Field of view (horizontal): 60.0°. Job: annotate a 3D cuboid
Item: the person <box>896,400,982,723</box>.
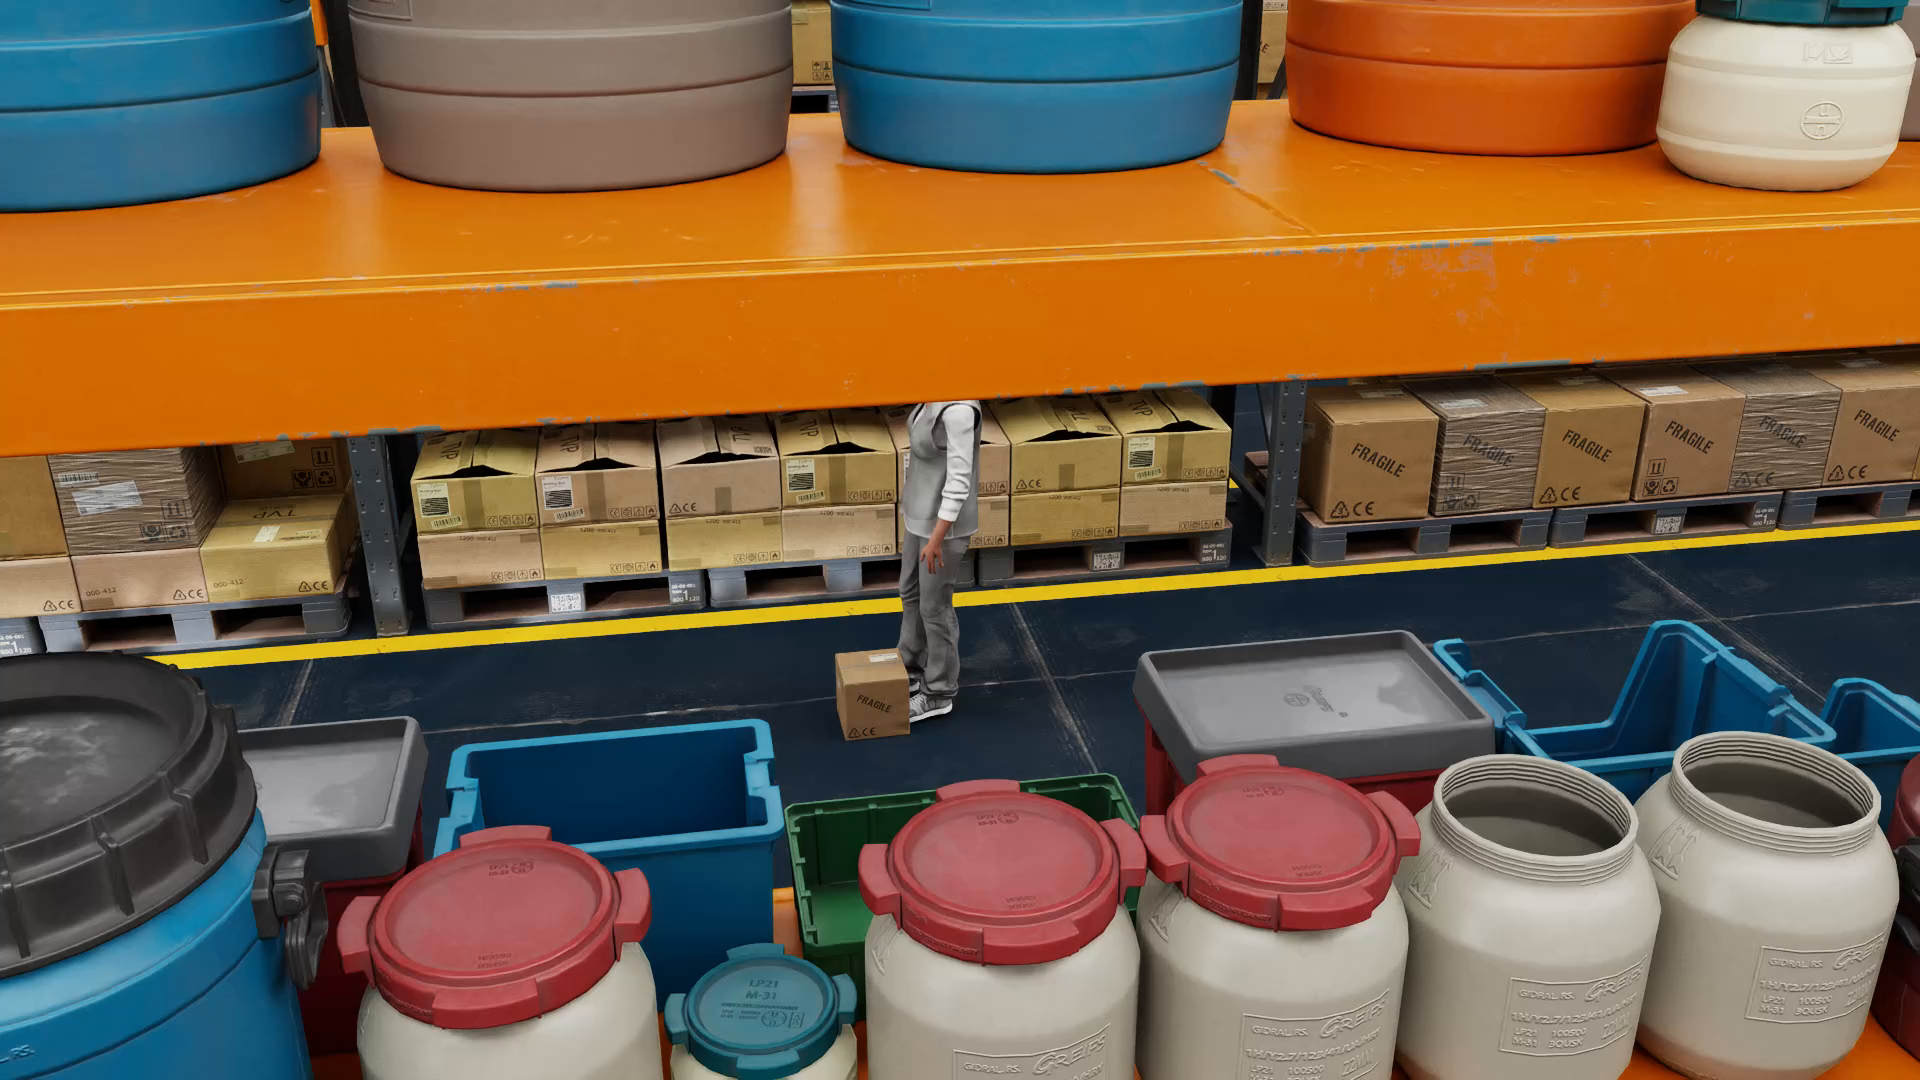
[{"bbox_3d":[-0.162,-0.055,6.215,0.472,1.600,0.521,-4,24,-9],"label":"person"}]
